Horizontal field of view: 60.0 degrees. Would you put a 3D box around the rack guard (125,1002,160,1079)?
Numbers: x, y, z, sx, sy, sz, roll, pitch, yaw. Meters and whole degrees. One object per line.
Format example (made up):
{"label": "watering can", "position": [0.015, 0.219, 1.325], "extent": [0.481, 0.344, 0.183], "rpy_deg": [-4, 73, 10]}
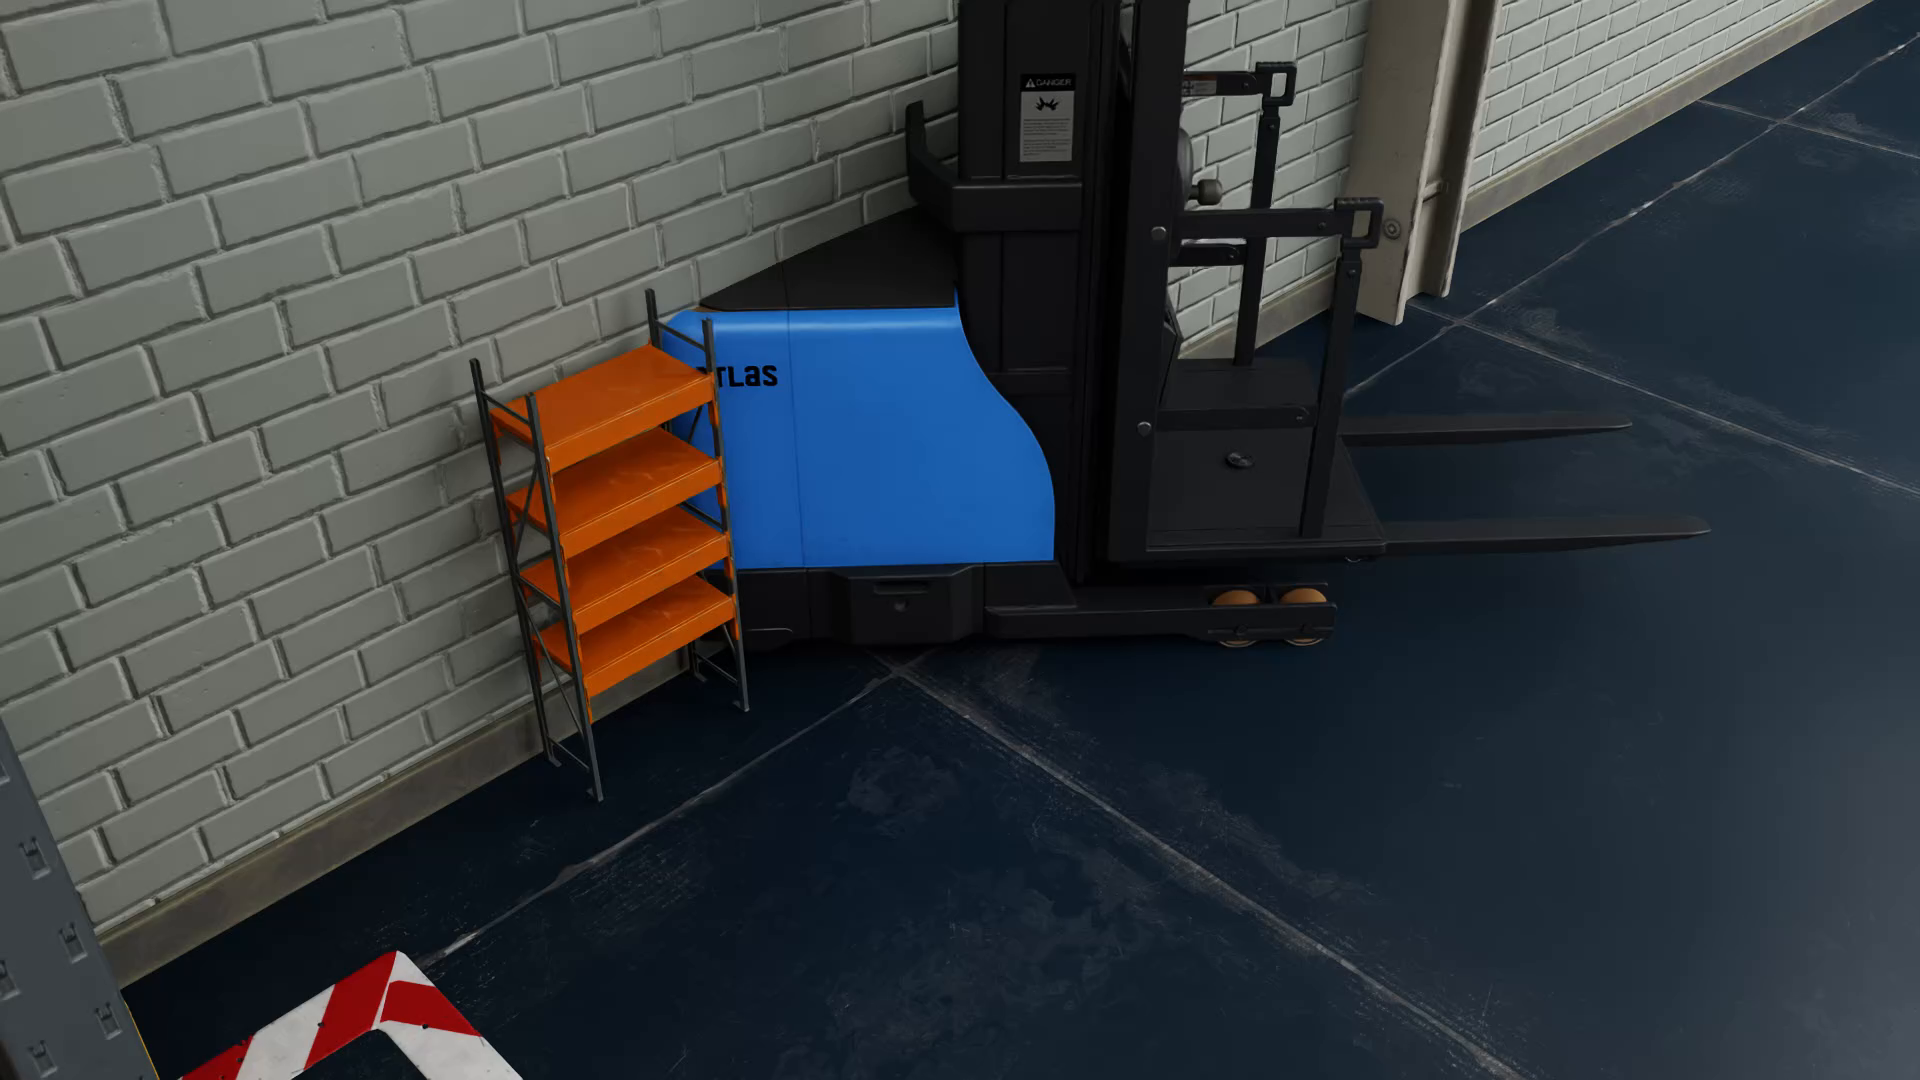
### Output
{"label": "rack guard", "position": [-1.366, 1.331, 2.905], "extent": [1.175, 0.500, 0.348], "rpy_deg": [30, 45, 35]}

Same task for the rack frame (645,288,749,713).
{"label": "rack frame", "position": [-0.671, -0.068, 4.298], "extent": [0.240, 1.200, 0.015], "rpy_deg": [29, 44, 35]}

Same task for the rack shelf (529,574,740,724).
{"label": "rack shelf", "position": [-0.841, 0.251, 4.307], "extent": [0.258, 0.148, 0.480], "rpy_deg": [29, 44, 35]}

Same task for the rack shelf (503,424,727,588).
{"label": "rack shelf", "position": [-0.841, -0.096, 4.065], "extent": [0.258, 0.148, 0.480], "rpy_deg": [29, 44, 35]}

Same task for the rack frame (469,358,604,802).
{"label": "rack frame", "position": [-1.011, 0.133, 4.011], "extent": [0.240, 1.200, 0.015], "rpy_deg": [29, 44, 35]}

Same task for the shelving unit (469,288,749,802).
{"label": "shelving unit", "position": [-0.841, 0.032, 4.155], "extent": [0.258, 1.200, 0.503], "rpy_deg": [29, 44, 35]}

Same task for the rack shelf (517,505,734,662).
{"label": "rack shelf", "position": [-0.841, 0.088, 4.193], "extent": [0.258, 0.148, 0.480], "rpy_deg": [29, 44, 35]}

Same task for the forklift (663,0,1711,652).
{"label": "forklift", "position": [0.687, -1.194, 4.400], "extent": [3.031, 2.935, 1.130], "rpy_deg": [-2, 35, -2]}

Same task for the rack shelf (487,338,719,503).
{"label": "rack shelf", "position": [-0.841, -0.290, 3.930], "extent": [0.258, 0.148, 0.480], "rpy_deg": [29, 44, 35]}

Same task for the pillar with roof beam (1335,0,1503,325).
{"label": "pillar with roof beam", "position": [4.770, -2.927, 1.580], "extent": [9.100, 9.000, 0.400], "rpy_deg": [30, 45, 35]}
